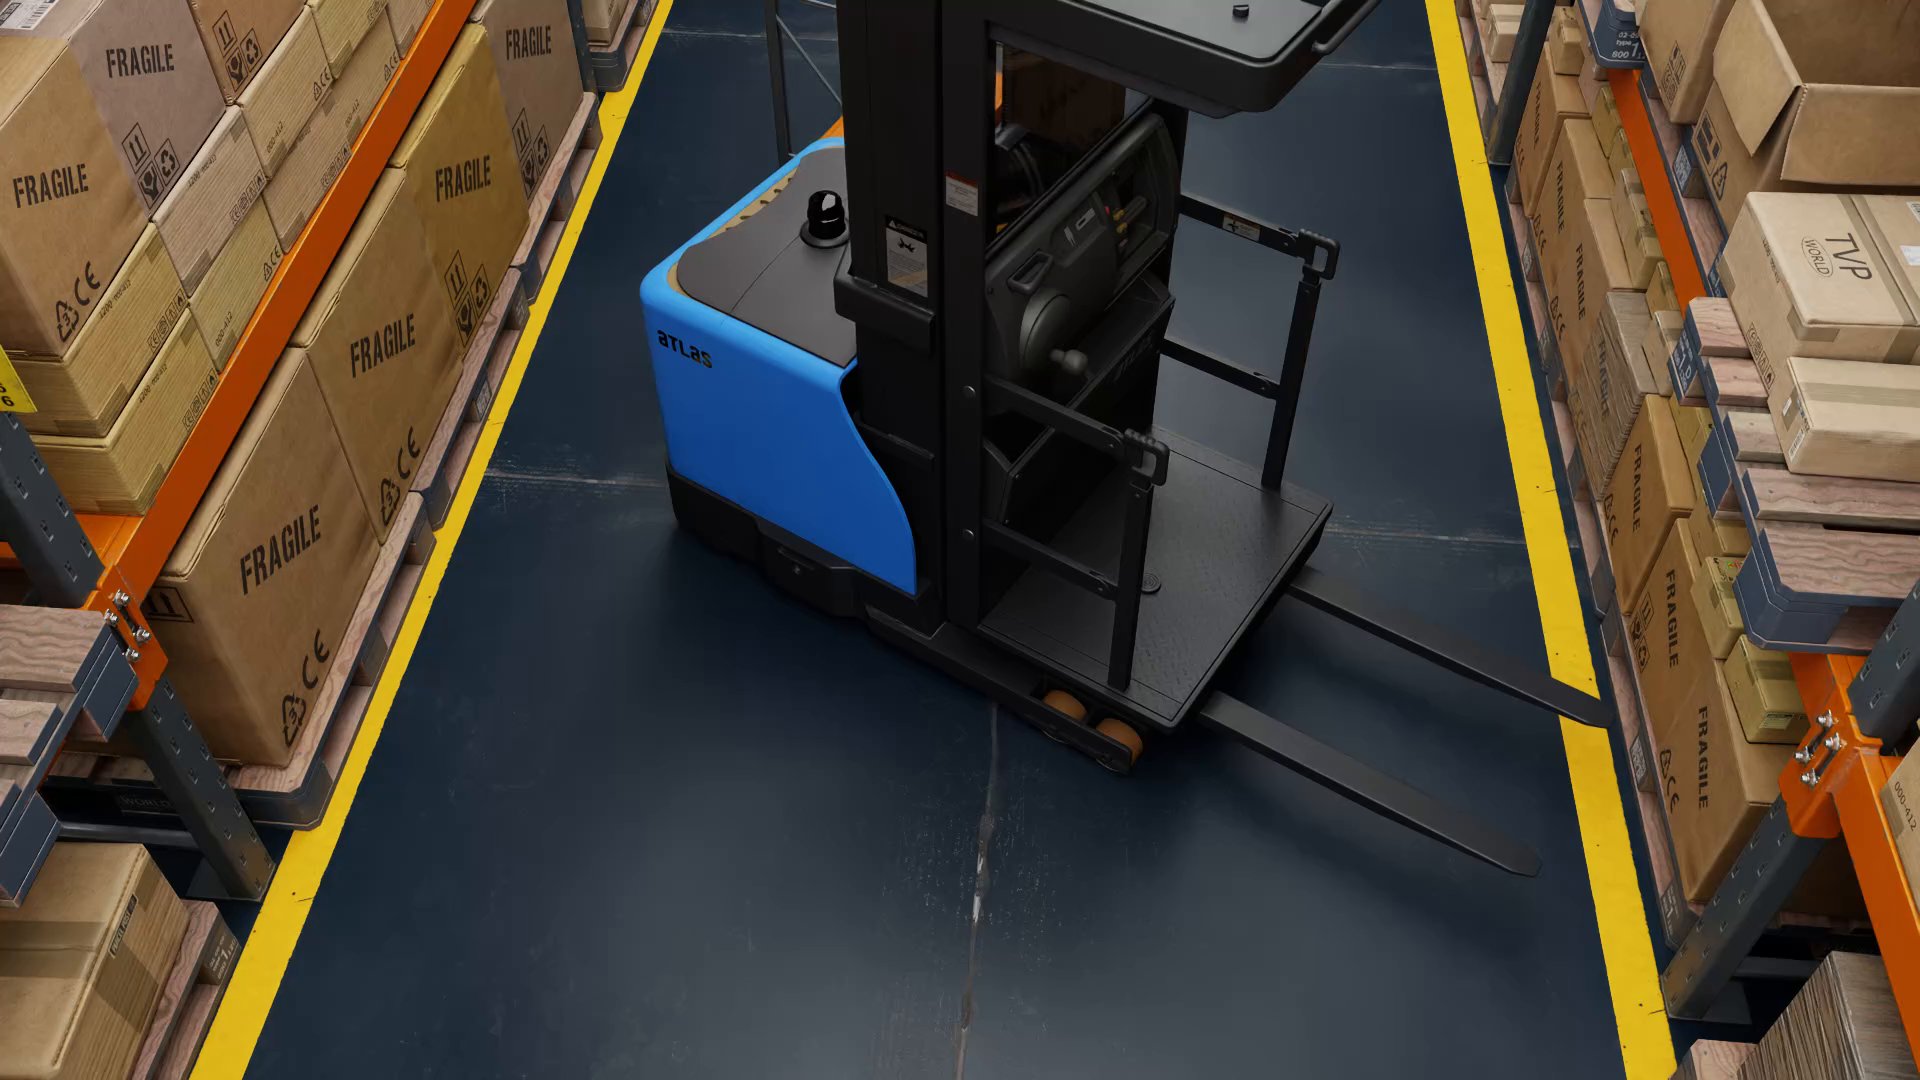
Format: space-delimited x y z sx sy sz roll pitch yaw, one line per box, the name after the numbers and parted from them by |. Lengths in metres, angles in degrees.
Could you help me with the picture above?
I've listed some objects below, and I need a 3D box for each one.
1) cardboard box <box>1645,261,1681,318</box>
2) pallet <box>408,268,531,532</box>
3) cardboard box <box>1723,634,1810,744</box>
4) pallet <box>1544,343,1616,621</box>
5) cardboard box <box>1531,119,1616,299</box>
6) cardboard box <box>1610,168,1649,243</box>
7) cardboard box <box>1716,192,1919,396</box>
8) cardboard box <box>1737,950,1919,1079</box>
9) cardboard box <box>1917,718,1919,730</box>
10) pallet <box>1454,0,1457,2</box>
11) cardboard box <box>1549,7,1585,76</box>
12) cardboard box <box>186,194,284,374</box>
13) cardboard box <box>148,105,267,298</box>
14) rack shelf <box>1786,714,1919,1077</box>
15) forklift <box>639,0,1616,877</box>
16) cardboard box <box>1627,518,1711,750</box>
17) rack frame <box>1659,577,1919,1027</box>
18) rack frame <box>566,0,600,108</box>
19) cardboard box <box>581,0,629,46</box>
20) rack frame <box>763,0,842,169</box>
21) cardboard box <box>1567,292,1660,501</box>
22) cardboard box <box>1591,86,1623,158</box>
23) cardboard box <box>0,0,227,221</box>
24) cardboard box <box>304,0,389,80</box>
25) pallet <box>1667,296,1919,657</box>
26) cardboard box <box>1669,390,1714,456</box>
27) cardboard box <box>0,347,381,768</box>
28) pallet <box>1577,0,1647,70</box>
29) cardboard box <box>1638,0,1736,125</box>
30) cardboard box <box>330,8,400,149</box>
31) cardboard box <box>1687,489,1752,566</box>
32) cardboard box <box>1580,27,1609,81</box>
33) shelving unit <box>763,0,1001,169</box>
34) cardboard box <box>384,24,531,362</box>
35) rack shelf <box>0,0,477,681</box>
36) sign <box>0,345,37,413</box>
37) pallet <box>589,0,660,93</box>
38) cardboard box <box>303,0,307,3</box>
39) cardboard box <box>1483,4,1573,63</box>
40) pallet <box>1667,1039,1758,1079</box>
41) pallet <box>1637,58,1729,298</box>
2.454 -0.759 5.381 0.380 0.149 0.250 4 48 4 | cardboard box
-2.244 -0.570 6.129 1.003 0.211 1.213 4 48 4 | pallet
2.232 0.391 4.330 0.380 0.149 0.250 2 48 2 | cardboard box
2.658 -0.211 5.800 1.003 0.211 1.213 4 48 4 | pallet
2.497 -1.217 6.240 0.500 0.500 0.500 3 48 3 | cardboard box
2.474 -1.141 5.731 0.380 0.149 0.250 4 48 3 | cardboard box
2.213 -0.600 4.083 0.500 0.250 0.500 2 48 2 | cardboard box
2.369 1.405 3.757 0.875 0.625 0.625 5 48 5 | cardboard box
2.130 0.478 3.043 0.500 0.250 0.500 4 48 3 | cardboard box
2.976 -3.114 8.455 1.003 0.211 1.213 4 48 4 | pallet
2.506 -1.923 6.446 0.380 0.149 0.250 6 48 5 | cardboard box
-2.180 -0.714 4.472 0.500 0.250 0.500 3 48 2 | cardboard box
-2.164 -0.897 4.300 0.500 0.250 0.500 5 48 4 | cardboard box
2.257 2.000 2.375 1.077 0.370 4.000 4 48 4 | rack shelf
0.519 -0.733 4.434 3.031 2.935 1.130 26 53 22 | forklift
2.320 0.298 4.855 0.500 0.500 0.500 3 48 3 | cardboard box
2.439 0.288 3.454 1.000 3.000 0.127 4 48 4 | rack frame
-2.140 -2.983 6.445 1.000 3.000 0.127 4 48 4 | rack frame
-1.976 -2.714 7.651 0.875 0.438 0.875 3 48 3 | cardboard box
-0.427 -1.312 5.933 0.500 1.500 0.032 20 51 18 | rack frame
2.393 -0.470 5.557 0.500 0.500 0.500 2 48 2 | cardboard box
2.546 -1.525 6.082 0.380 0.149 0.250 2 48 2 | cardboard box
-2.180 -1.126 4.001 0.500 0.500 0.500 4 48 4 | cardboard box
-2.047 -1.634 4.975 0.500 0.250 0.500 5 48 4 | cardboard box
2.431 -0.150 3.985 1.213 0.211 1.003 4 48 4 | pallet
2.385 -0.377 5.031 0.380 0.149 0.250 3 48 3 | cardboard box
-2.359 0.030 4.845 0.875 0.875 0.875 3 48 3 | cardboard box
2.622 -2.007 5.683 1.003 0.211 1.213 4 48 4 | pallet
2.418 -1.529 4.764 0.700 0.500 0.500 4 48 3 | cardboard box
-2.085 -1.462 5.156 0.500 0.250 0.500 4 48 4 | cardboard box
2.294 -0.002 4.689 0.380 0.149 0.250 2 48 2 | cardboard box
2.530 -1.829 6.158 0.380 0.149 0.250 2 48 2 | cardboard box
-0.194 -1.652 6.245 0.587 1.500 1.083 20 51 18 | shelving unit
-2.191 -1.282 6.045 0.875 0.875 0.875 5 48 5 | cardboard box
-2.322 -1.270 5.366 1.077 0.370 4.000 4 48 4 | rack shelf
-1.963 -0.378 3.332 0.100 0.325 0.005 4 48 4 | sign
-1.993 -2.595 7.980 1.003 0.211 1.213 4 48 4 | pallet
-2.068 -1.875 4.687 0.500 0.500 0.500 5 48 4 | cardboard box
2.562 -2.260 7.432 0.380 0.149 0.250 3 48 2 | cardboard box
2.325 1.831 3.932 1.003 0.211 1.213 4 48 4 | pallet
2.612 -1.077 4.832 1.003 0.211 1.213 4 48 4 | pallet
